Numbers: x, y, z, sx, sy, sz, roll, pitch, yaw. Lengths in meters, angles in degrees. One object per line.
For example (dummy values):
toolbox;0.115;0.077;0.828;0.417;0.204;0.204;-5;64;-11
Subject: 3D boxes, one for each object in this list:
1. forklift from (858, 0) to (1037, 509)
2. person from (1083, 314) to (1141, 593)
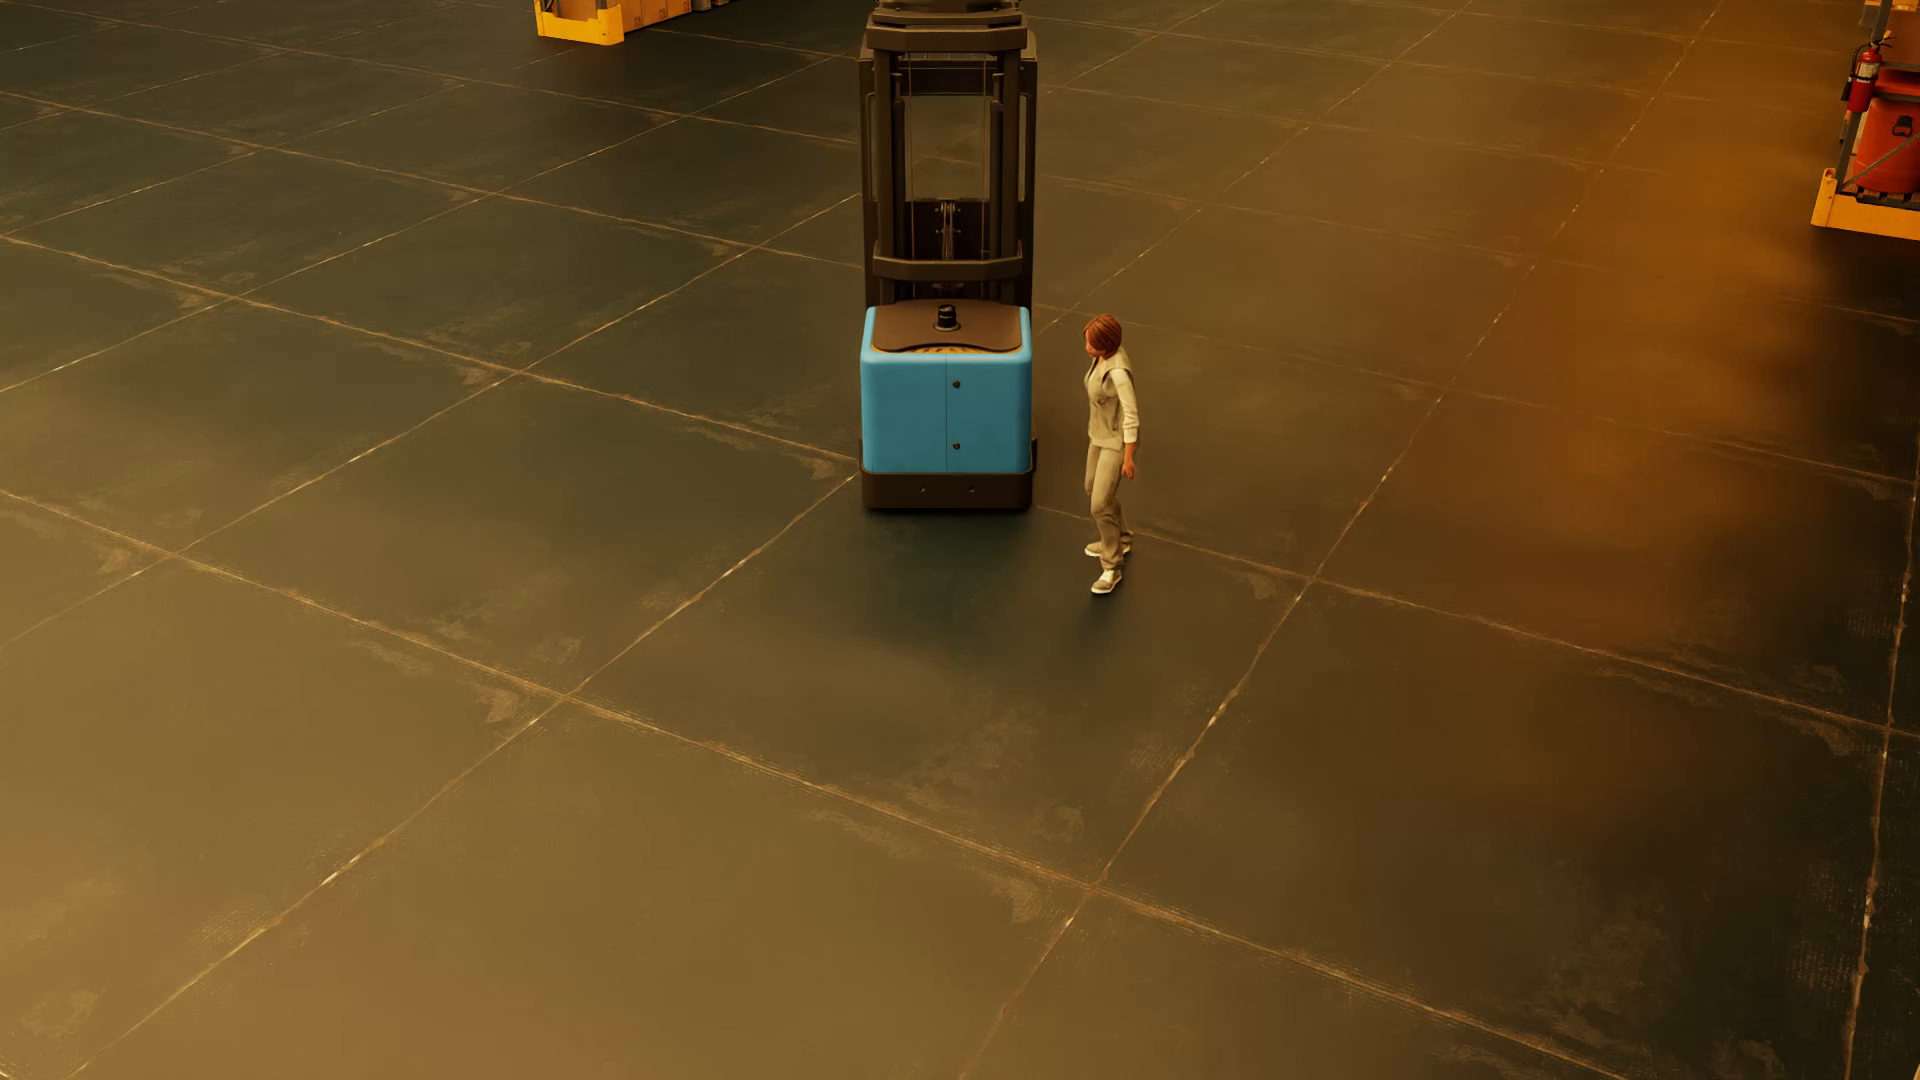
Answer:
forklift;-0.072;-2.157;10.808;1.130;2.935;3.031;0;30;0
person;0.854;-0.535;9.381;0.381;1.566;0.728;-5;30;-8
